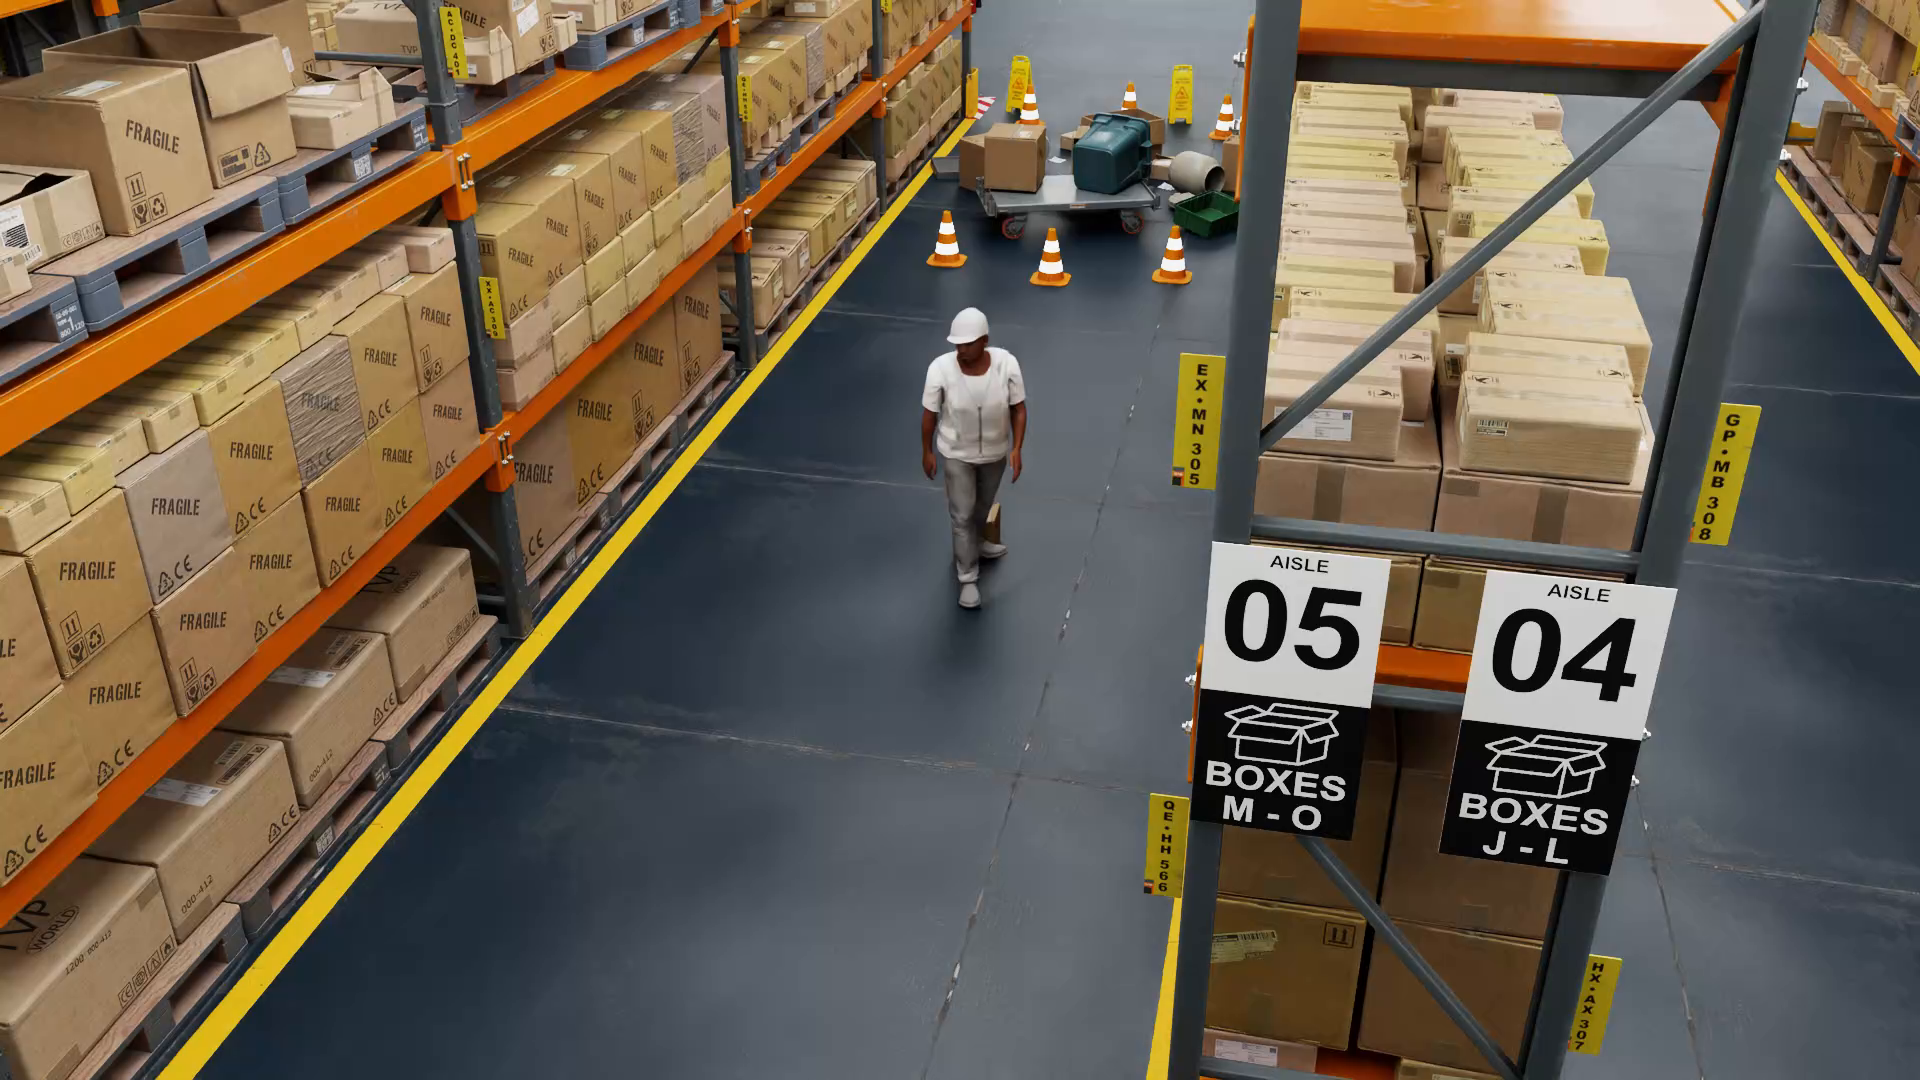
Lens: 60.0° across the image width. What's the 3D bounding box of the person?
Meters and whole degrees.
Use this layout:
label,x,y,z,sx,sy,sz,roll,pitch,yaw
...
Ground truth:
label,x,y,z,sx,sy,sz,roll,pitch,yaw
person,0.075,-0.520,9.552,0.582,1.763,0.716,-7,29,-13
